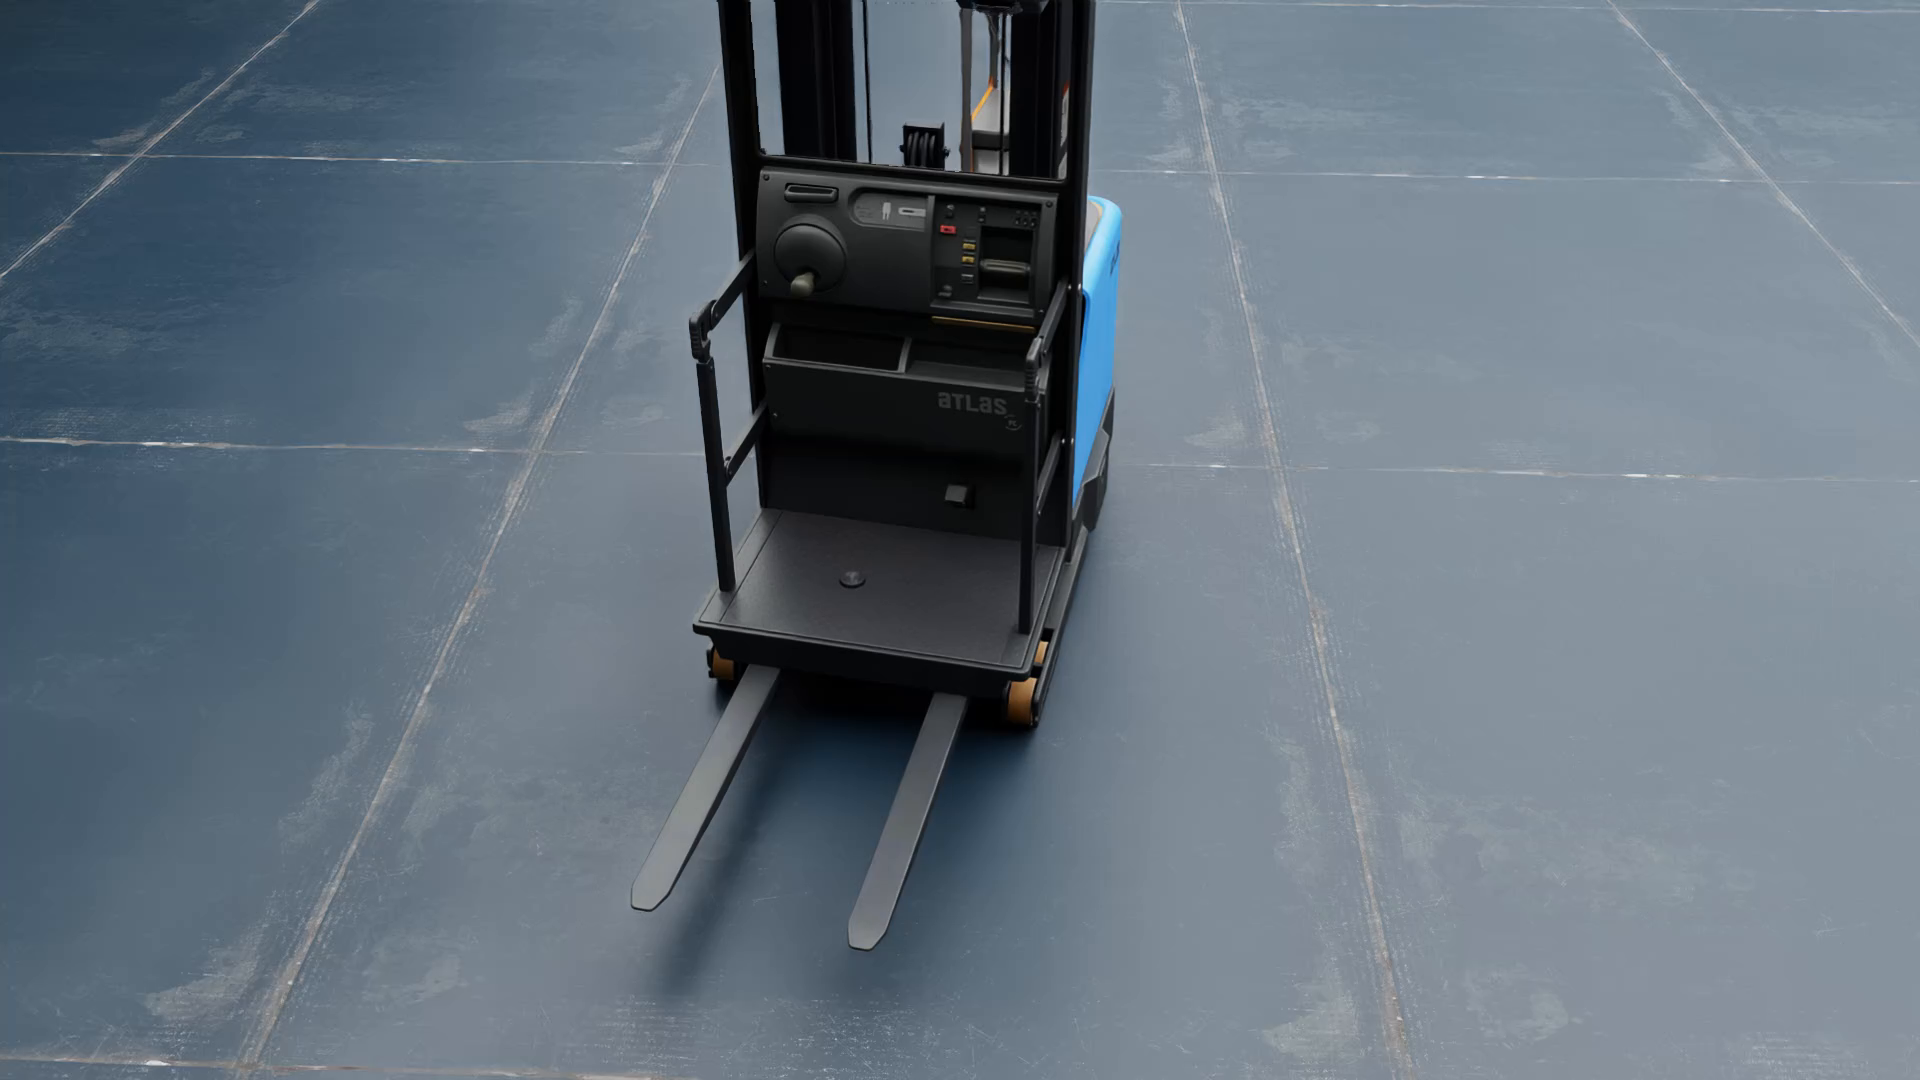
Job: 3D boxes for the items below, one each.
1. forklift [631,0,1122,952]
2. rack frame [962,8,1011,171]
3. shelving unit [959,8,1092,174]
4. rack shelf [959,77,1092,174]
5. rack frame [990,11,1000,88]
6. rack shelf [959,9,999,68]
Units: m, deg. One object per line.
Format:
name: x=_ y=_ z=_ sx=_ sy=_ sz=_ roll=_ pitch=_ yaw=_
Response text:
forklift: x=-0.216 y=-0.837 z=4.891 sx=1.130 sy=2.935 sz=3.031 roll=8 pitch=36 yaw=11
rack frame: x=0.205 y=-1.343 z=6.335 sx=0.400 sy=2.100 sz=0.015 roll=8 pitch=36 yaw=11
shelving unit: x=0.260 y=-1.480 z=6.530 sx=0.431 sy=2.100 sz=0.503 roll=8 pitch=36 yaw=11
rack shelf: x=0.260 y=-1.469 z=6.538 sx=0.431 sy=0.518 sz=0.480 roll=8 pitch=36 yaw=11
rack frame: x=0.315 y=-1.617 z=6.724 sx=0.400 sy=2.100 sz=0.015 roll=8 pitch=36 yaw=11
rack shelf: x=0.260 y=-2.042 z=6.135 sx=0.431 sy=0.518 sz=0.480 roll=8 pitch=36 yaw=11
